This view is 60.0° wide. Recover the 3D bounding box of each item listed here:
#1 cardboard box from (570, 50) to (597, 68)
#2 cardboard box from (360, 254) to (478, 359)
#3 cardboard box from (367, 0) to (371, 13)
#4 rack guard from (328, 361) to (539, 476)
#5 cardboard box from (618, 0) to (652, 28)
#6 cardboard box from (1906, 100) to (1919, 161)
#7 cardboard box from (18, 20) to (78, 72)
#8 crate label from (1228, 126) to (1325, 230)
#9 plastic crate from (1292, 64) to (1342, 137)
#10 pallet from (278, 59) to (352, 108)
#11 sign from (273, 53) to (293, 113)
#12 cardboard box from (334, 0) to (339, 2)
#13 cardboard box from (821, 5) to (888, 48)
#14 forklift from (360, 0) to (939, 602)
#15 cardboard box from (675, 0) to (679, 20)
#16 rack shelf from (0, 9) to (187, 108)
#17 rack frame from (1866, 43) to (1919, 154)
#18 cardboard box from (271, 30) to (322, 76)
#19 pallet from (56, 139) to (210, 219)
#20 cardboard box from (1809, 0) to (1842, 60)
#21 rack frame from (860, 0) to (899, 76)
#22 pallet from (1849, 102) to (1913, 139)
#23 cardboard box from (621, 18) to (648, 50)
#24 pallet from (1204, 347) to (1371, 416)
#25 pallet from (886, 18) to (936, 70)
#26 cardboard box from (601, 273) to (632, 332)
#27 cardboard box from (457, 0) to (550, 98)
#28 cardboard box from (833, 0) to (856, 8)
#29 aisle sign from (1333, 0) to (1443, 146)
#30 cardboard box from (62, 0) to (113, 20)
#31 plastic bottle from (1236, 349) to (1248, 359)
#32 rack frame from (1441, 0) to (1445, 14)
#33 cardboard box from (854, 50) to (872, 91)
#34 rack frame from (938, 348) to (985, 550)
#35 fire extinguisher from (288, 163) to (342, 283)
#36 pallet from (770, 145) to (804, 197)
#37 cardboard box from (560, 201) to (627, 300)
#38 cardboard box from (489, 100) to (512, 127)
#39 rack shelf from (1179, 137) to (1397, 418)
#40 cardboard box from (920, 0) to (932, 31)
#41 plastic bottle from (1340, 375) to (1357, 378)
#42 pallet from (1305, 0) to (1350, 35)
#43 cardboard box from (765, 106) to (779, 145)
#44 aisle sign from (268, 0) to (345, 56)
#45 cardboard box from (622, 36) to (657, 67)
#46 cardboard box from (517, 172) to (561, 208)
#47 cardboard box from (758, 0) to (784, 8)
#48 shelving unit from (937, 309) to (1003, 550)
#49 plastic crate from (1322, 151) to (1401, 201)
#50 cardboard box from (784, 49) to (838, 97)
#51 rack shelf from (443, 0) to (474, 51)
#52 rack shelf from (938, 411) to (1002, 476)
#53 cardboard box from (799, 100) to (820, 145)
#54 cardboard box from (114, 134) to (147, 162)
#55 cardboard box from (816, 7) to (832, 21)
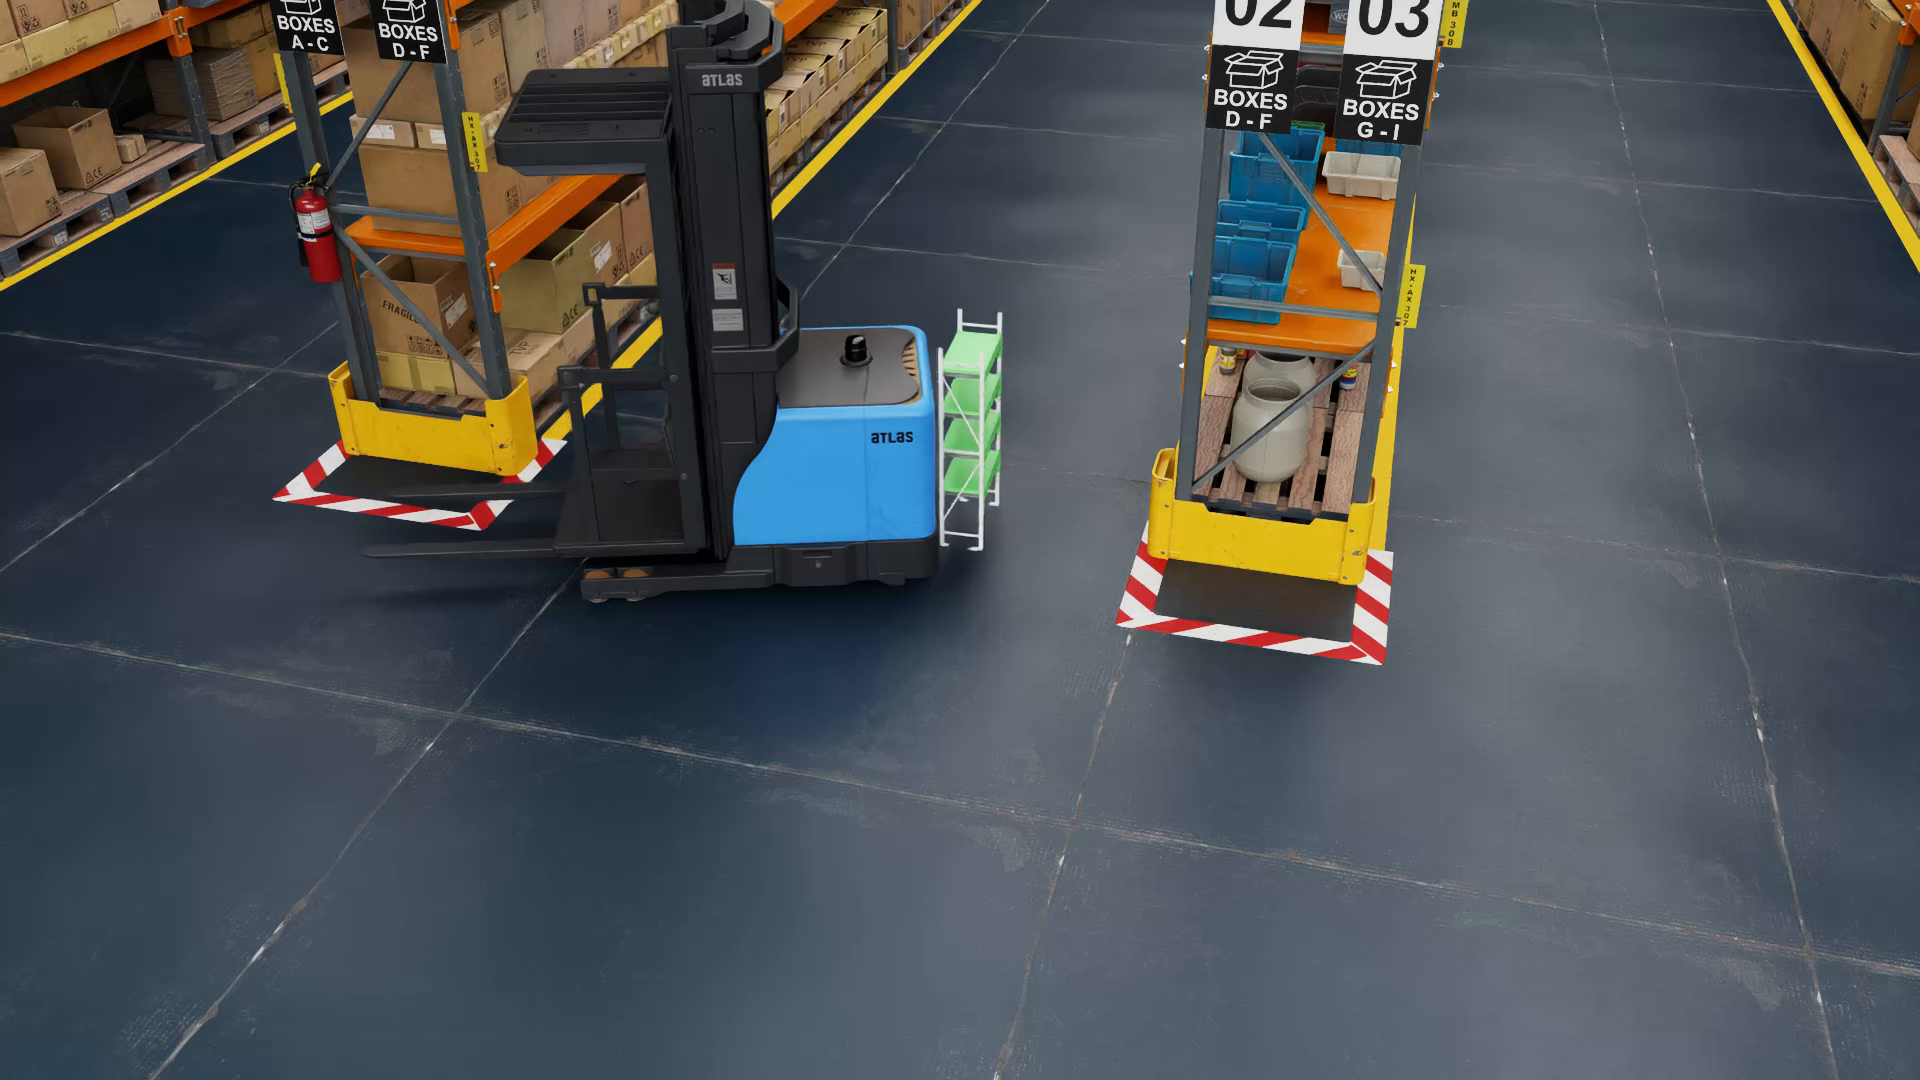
[{"bbox_3d":[-2.509,-2.976,10.437,0.380,0.149,0.250,8,33,12],"label":"cardboard box"},{"bbox_3d":[-3.294,-1.469,10.237,0.500,0.500,0.500,8,33,12],"label":"cardboard box"},{"bbox_3d":[-6.036,-5.391,16.854,0.700,0.500,0.500,8,33,13],"label":"cardboard box"},{"bbox_3d":[-3.148,-0.750,9.963,1.175,0.500,0.348,8,33,12],"label":"rack guard"},{"bbox_3d":[-2.488,-3.729,11.017,0.700,0.500,0.500,8,33,12],"label":"cardboard box"},{"bbox_3d":[8.319,-3.398,13.719,0.700,0.500,0.500,6,33,10],"label":"cardboard box"},{"bbox_3d":[-6.993,-3.703,12.400,0.500,0.250,0.500,8,33,12],"label":"cardboard box"},{"bbox_3d":[1.854,-2.147,9.799,0.502,0.435,0.616,8,33,12],"label":"crate label"},{"bbox_3d":[2.408,-2.936,11.130,0.767,0.338,0.504,8,33,12],"label":"plastic crate"},{"bbox_3d":[-6.415,-4.428,16.018,1.003,0.211,1.213,8,33,12],"label":"pallet"},{"bbox_3d":[-3.663,-2.487,9.065,0.100,0.325,0.005,8,33,12],"label":"sign"},{"bbox_3d":[-6.242,-5.420,16.201,0.500,0.250,0.500,9,33,13],"label":"cardboard box"},{"bbox_3d":[-1.006,-4.916,15.837,0.500,0.311,0.500,9,34,14],"label":"cardboard box"},{"bbox_3d":[-1.655,-1.203,8.411,3.031,2.935,1.130,-2,33,-3],"label":"forklift"},{"bbox_3d":[-2.117,-3.774,11.693,0.380,0.149,0.250,7,33,11],"label":"cardboard box"},{"bbox_3d":[-7.427,-3.224,12.195,1.077,0.370,4.000,8,33,12],"label":"rack shelf"},{"bbox_3d":[8.469,-4.618,13.718,1.000,3.000,0.127,8,33,12],"label":"rack frame"},{"bbox_3d":[-6.497,-4.614,15.632,0.700,0.500,0.500,8,33,13],"label":"cardboard box"},{"bbox_3d":[-7.055,-3.035,13.827,1.003,0.211,1.213,8,33,12],"label":"pallet"},{"bbox_3d":[9.116,-5.175,16.184,1.225,0.875,0.875,7,33,11],"label":"cardboard box"},{"bbox_3d":[-1.112,-5.968,15.842,1.000,3.000,0.127,8,33,12],"label":"rack frame"},{"bbox_3d":[8.742,-3.840,15.093,1.003,0.211,1.213,8,33,12],"label":"pallet"},{"bbox_3d":[-2.312,-3.380,11.072,0.380,0.149,0.250,9,34,14],"label":"cardboard box"},{"bbox_3d":[2.145,-1.062,10.723,1.003,0.211,1.213,8,33,12],"label":"pallet"},{"bbox_3d":[-0.886,-5.174,17.192,1.003,0.211,1.213,8,33,12],"label":"pallet"},{"bbox_3d":[-2.540,-1.601,11.144,0.500,0.250,0.500,8,33,12],"label":"cardboard box"},{"bbox_3d":[-2.869,-2.948,9.789,0.700,0.500,0.500,7,33,11],"label":"cardboard box"},{"bbox_3d":[-1.101,-5.616,17.209,0.500,0.500,0.500,9,34,14],"label":"cardboard box"},{"bbox_3d":[1.914,-2.160,7.429,0.394,0.787,0.004,8,33,12],"label":"aisle sign"},{"bbox_3d":[-6.861,-4.279,12.608,0.500,0.500,0.500,8,33,12],"label":"cardboard box"},{"bbox_3d":[1.781,-1.317,10.654,0.152,0.276,0.135,8,33,13],"label":"plastic bottle"},{"bbox_3d":[1.648,-3.672,6.639,1.000,3.000,0.127,8,33,12],"label":"rack frame"},{"bbox_3d":[-1.137,-4.411,15.564,0.500,0.250,0.500,8,33,12],"label":"cardboard box"},{"bbox_3d":[0.007,-0.468,8.867,0.240,1.200,0.015,6,33,10],"label":"rack frame"},{"bbox_3d":[-3.621,-1.786,9.336,0.296,0.674,0.183,8,33,12],"label":"fire extinguisher"},{"bbox_3d":[-1.977,-3.103,13.935,1.003,0.211,1.213,8,33,12],"label":"pallet"},{"bbox_3d":[-2.551,-1.919,10.945,0.500,0.500,0.500,8,33,12],"label":"cardboard box"},{"bbox_3d":[-2.770,-2.444,9.601,0.380,0.149,0.250,7,33,11],"label":"cardboard box"},{"bbox_3d":[2.156,-1.875,10.074,1.077,0.370,4.000,8,33,12],"label":"rack shelf"},{"bbox_3d":[-0.592,-5.569,17.134,0.500,0.500,0.500,7,33,11],"label":"cardboard box"},{"bbox_3d":[2.436,-1.097,10.379,0.097,0.201,0.097,0,32,0],"label":"plastic bottle"},{"bbox_3d":[1.953,-2.743,8.148,1.003,0.211,1.213,8,33,12],"label":"pallet"},{"bbox_3d":[-1.781,-3.327,13.336,0.500,0.311,0.500,8,33,13],"label":"cardboard box"},{"bbox_3d":[-3.443,-2.920,8.624,0.394,0.787,0.004,8,33,12],"label":"aisle sign"},{"bbox_3d":[-2.492,-3.169,11.346,0.700,0.500,0.500,9,33,13],"label":"cardboard box"},{"bbox_3d":[-2.882,-2.373,10.093,0.700,0.500,0.500,9,34,14],"label":"cardboard box"},{"bbox_3d":[-1.782,-4.604,13.604,0.500,0.500,0.500,10,34,16],"label":"cardboard box"},{"bbox_3d":[0.057,-0.596,9.069,0.258,1.200,0.503,6,33,10],"label":"shelving unit"},{"bbox_3d":[2.496,-2.228,10.204,0.530,0.136,0.437,8,33,12],"label":"plastic crate"},{"bbox_3d":[-1.392,-4.125,14.591,0.500,0.311,0.500,9,34,14],"label":"cardboard box"},{"bbox_3d":[-2.634,-3.817,10.333,1.077,0.370,4.000,8,33,12],"label":"rack shelf"},{"bbox_3d":[0.057,-0.542,9.103,0.258,0.148,0.480,6,33,10],"label":"rack shelf"},{"bbox_3d":[-1.525,-3.619,14.319,0.500,0.250,0.500,7,33,11],"label":"cardboard box"},{"bbox_3d":[-7.026,-3.273,13.834,0.380,0.166,0.250,4,33,6],"label":"cardboard box"},{"bbox_3d":[-1.529,-4.990,15.952,0.500,0.311,0.500,9,34,14],"label":"cardboard box"}]
